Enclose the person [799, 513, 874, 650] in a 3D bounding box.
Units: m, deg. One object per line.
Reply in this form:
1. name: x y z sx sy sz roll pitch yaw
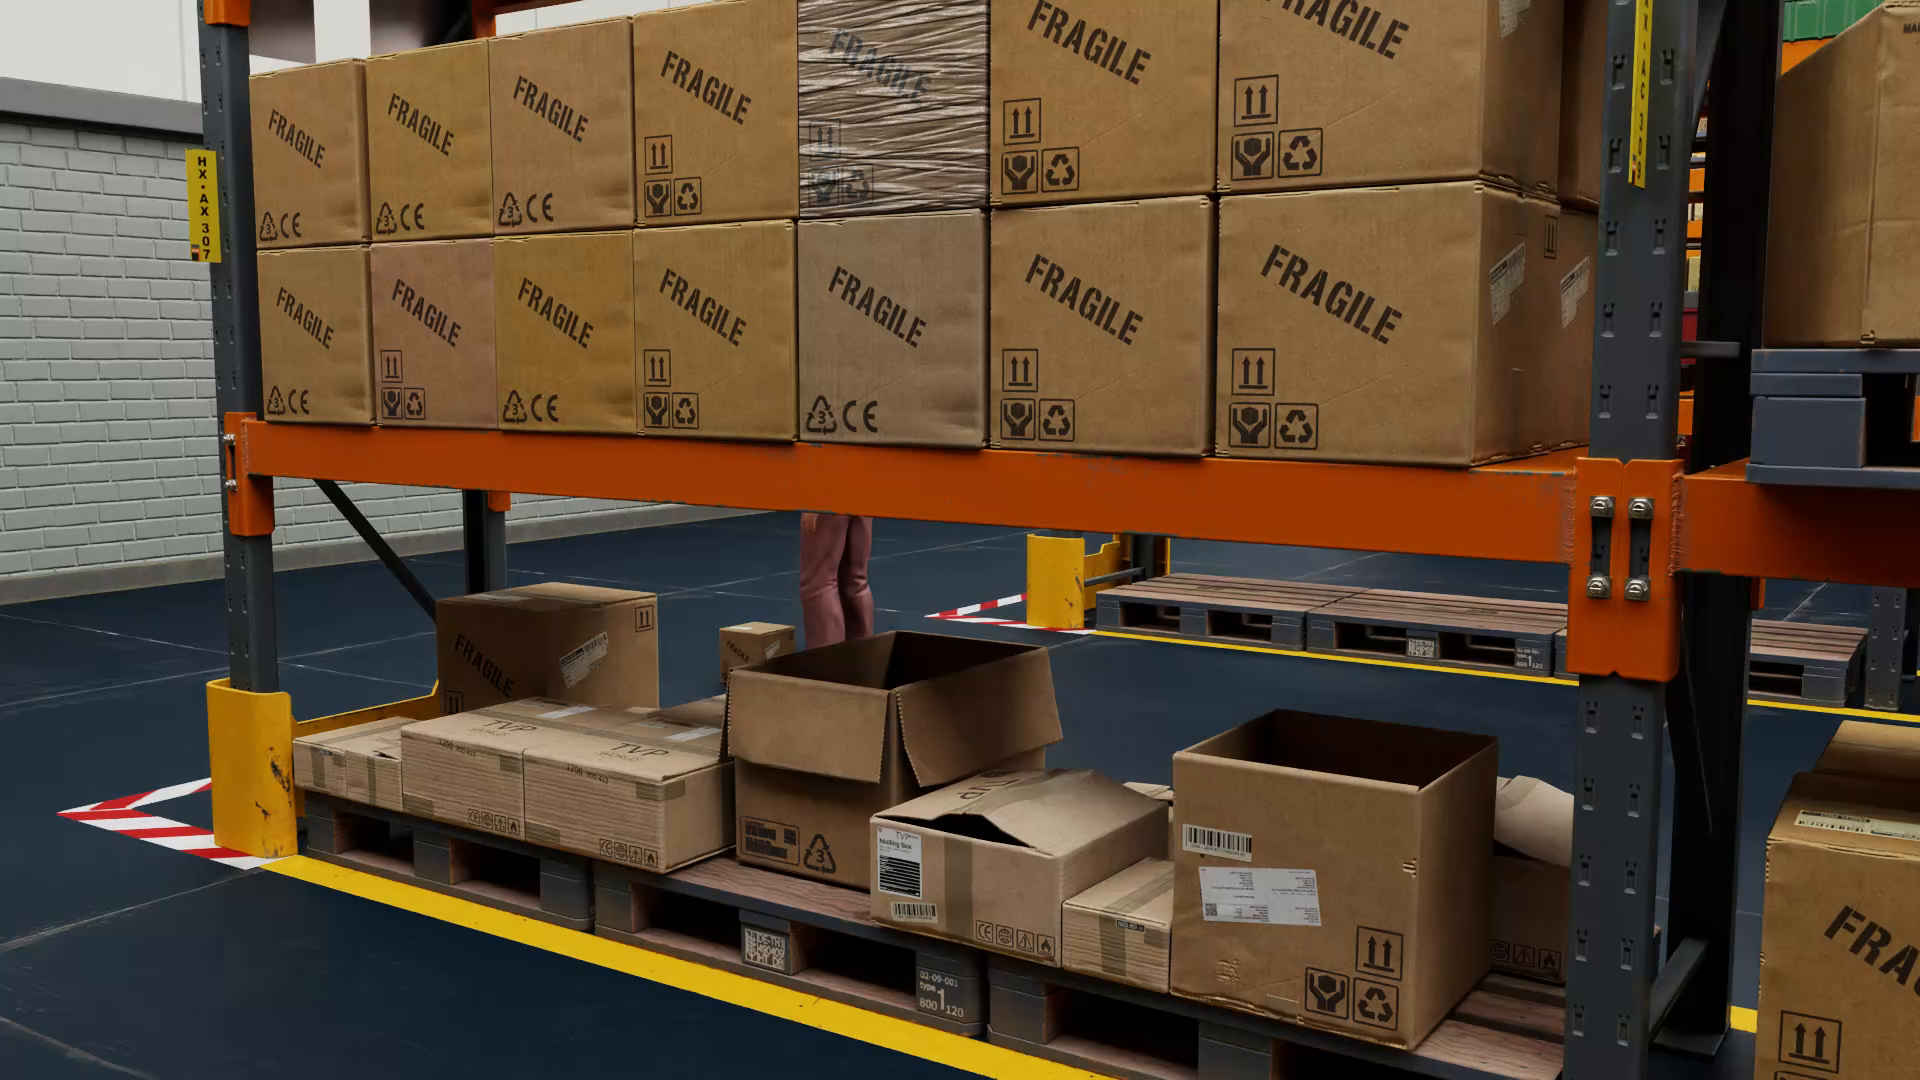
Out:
1. person: -0.534 -0.135 7.312 0.357 1.695 0.441 4 8 34
